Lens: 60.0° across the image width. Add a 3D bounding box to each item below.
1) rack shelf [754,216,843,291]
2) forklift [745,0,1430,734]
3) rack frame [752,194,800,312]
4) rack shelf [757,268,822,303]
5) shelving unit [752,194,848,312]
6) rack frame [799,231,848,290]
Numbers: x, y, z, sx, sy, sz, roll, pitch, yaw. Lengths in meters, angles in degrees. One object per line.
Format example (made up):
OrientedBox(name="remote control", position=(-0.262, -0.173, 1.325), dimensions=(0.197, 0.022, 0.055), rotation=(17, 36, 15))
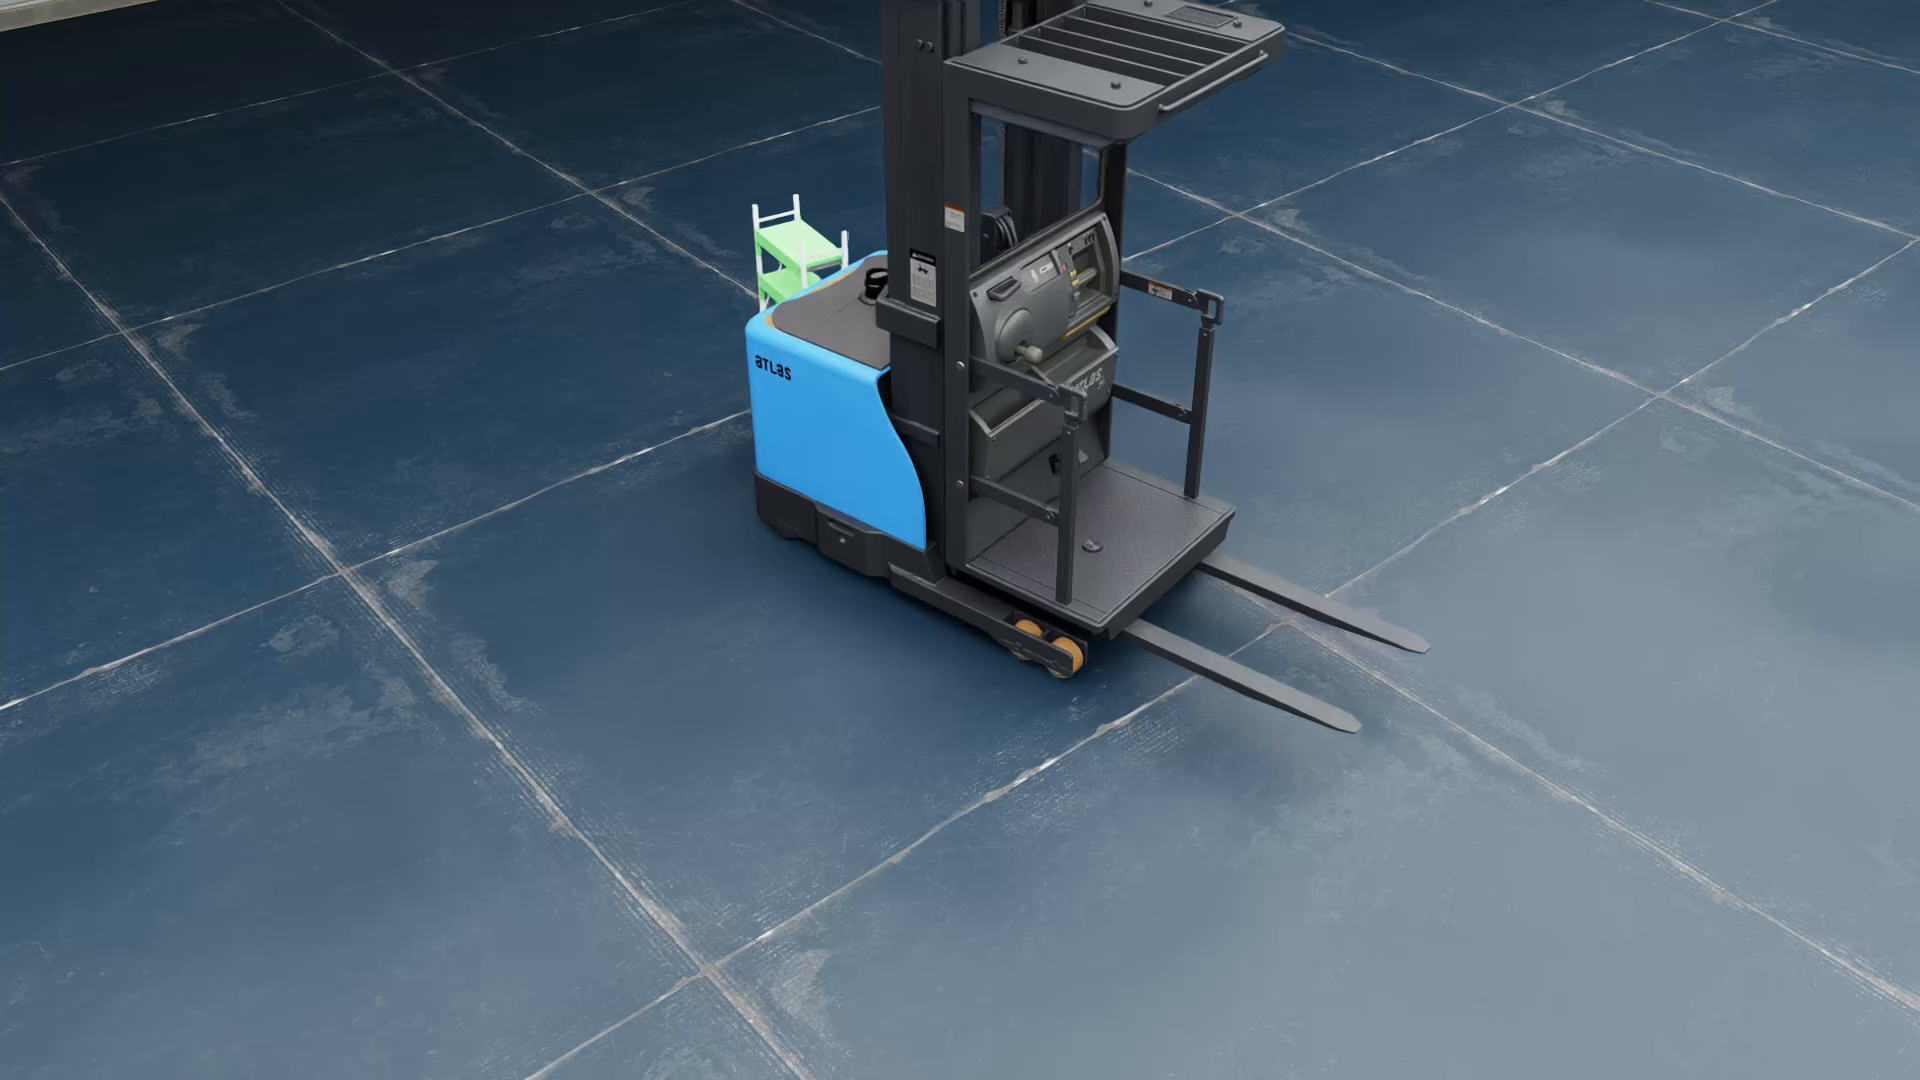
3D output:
OrientedBox(name="rack shelf", position=(-0.757, -1.360, 7.912), dimensions=(0.258, 0.148, 0.480), rotation=(-20, 40, -25))
OrientedBox(name="forklift", position=(0.516, -0.970, 6.584), dimensions=(3.031, 2.935, 1.130), rotation=(24, 42, 30))
OrientedBox(name="rack frame", position=(-0.885, -1.140, 8.322), dimensions=(0.240, 1.200, 0.015), rotation=(-20, 40, -25))
OrientedBox(name="rack shelf", position=(-0.757, -1.164, 8.051), dimensions=(0.258, 0.148, 0.480), rotation=(-20, 40, -25))
OrientedBox(name="shelving unit", position=(-0.757, -1.020, 8.153), dimensions=(0.258, 1.200, 0.503), rotation=(-20, 40, -25))
OrientedBox(name="rack frame", position=(-0.629, -0.900, 7.983), dimensions=(0.240, 1.200, 0.015), rotation=(-20, 40, -25))
